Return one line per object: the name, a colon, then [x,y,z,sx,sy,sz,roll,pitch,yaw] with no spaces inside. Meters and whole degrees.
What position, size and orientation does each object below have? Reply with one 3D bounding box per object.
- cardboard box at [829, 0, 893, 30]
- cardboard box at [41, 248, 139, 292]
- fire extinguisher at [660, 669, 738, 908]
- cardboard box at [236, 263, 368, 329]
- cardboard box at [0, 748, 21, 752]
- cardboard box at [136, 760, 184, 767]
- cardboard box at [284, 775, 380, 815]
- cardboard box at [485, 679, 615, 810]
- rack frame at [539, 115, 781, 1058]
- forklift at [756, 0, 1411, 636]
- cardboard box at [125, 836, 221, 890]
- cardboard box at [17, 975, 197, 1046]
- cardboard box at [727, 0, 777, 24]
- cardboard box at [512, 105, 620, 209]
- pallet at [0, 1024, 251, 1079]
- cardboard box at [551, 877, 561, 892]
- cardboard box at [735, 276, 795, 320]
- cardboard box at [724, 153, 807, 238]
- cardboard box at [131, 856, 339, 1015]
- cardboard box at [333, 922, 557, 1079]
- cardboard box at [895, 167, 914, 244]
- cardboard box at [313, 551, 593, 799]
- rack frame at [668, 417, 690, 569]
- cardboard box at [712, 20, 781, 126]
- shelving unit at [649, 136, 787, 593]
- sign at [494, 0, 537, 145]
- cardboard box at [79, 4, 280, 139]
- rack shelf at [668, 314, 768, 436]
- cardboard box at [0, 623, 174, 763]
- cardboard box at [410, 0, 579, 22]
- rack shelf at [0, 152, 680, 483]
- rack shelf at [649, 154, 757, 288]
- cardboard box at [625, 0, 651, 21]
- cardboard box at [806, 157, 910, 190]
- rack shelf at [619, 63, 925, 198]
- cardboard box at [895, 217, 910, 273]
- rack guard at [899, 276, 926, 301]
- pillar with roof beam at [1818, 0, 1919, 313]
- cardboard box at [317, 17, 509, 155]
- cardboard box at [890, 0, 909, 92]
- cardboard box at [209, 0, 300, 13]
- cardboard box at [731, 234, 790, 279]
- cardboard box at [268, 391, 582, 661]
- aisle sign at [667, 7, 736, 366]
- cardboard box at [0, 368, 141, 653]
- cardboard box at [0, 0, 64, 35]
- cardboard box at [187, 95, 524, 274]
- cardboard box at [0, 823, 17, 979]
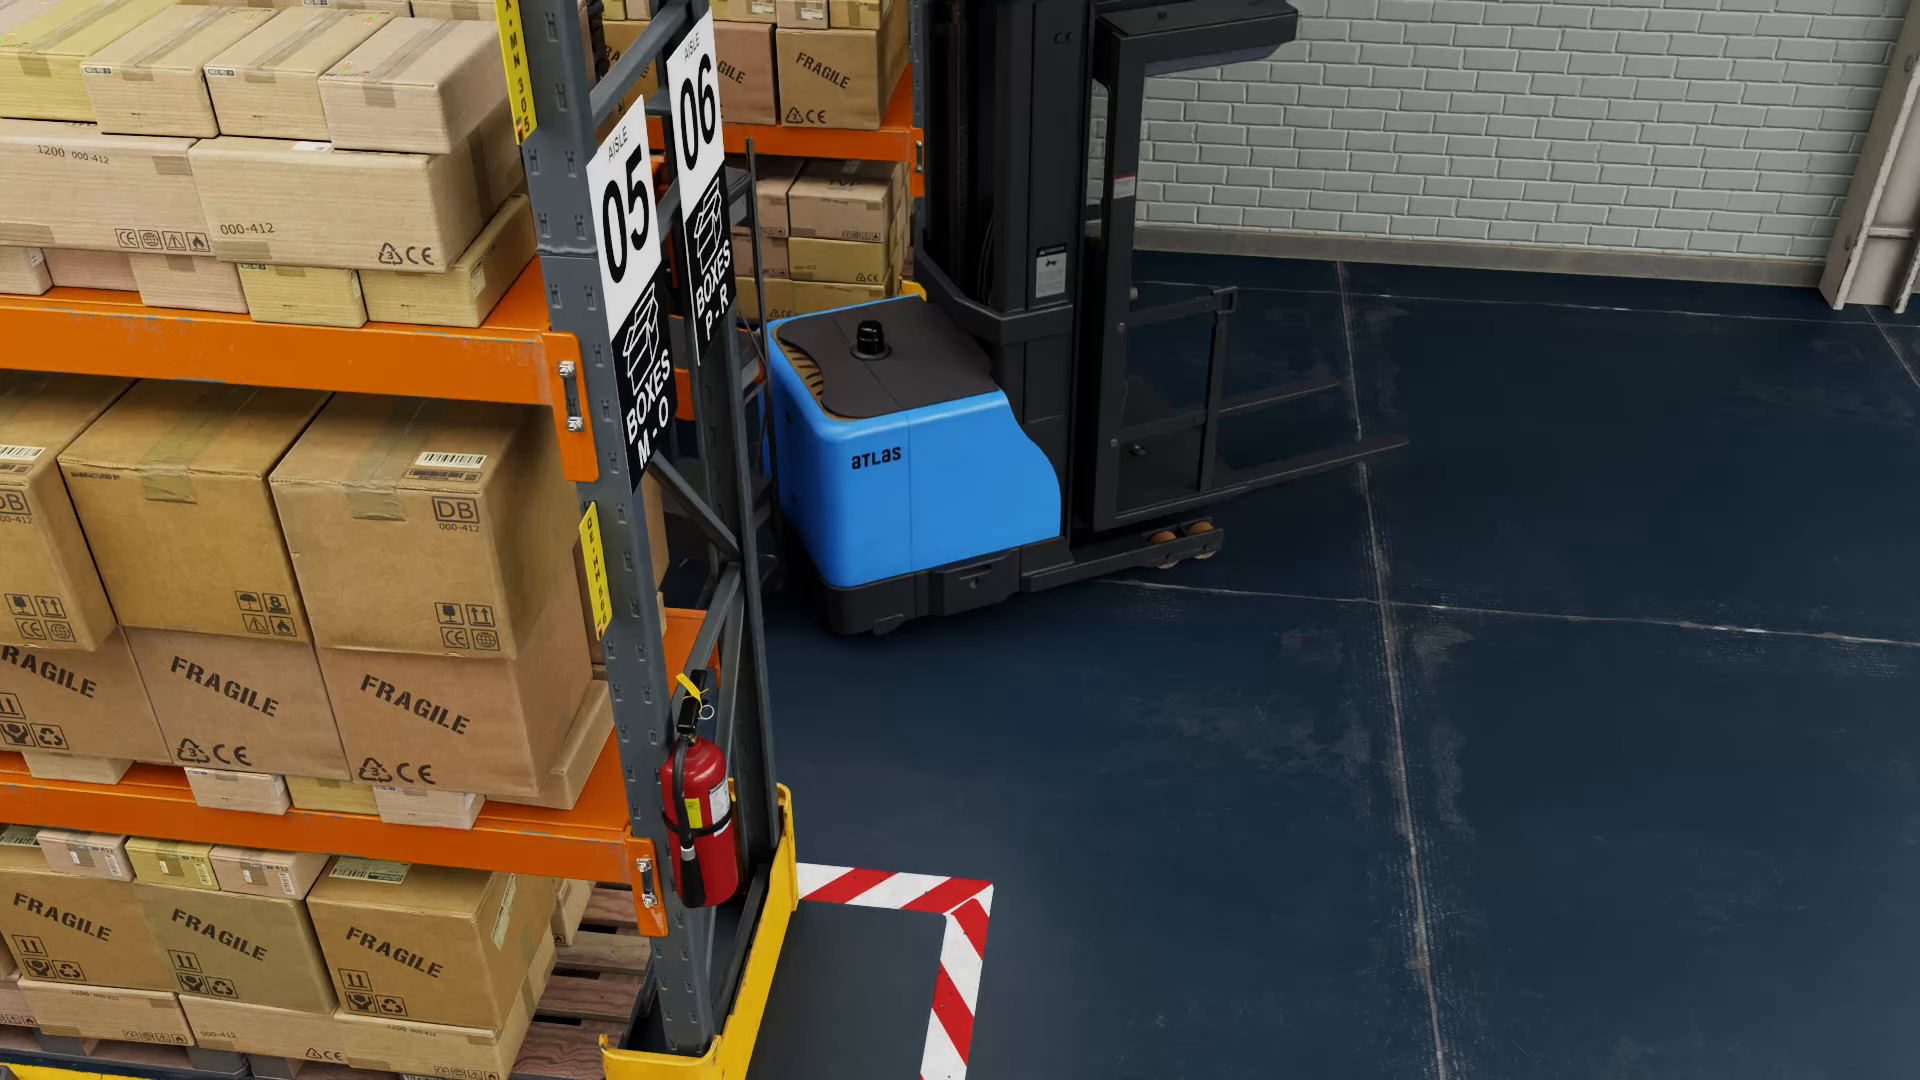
cardboard box: [-0.491,-2.674,8.270,0.250,0.149,0.380,5,36,7]
cardboard box: [-1.882,-0.725,3.818,0.250,0.149,0.380,5,36,6]
fire extinguisher: [-0.685,0.661,4.309,0.183,0.674,0.296,4,36,6]
cardboard box: [-1.380,-0.628,3.682,0.250,0.149,0.380,5,36,6]
cardboard box: [-2.651,0.429,4.784,0.250,0.149,0.380,4,36,6]
cardboard box: [-2.150,0.465,4.732,0.250,0.149,0.380,5,36,7]
cardboard box: [-1.655,0.567,4.590,0.250,0.149,0.380,4,36,5]
cardboard box: [-1.138,0.553,4.609,0.250,0.149,0.380,5,36,8]
rack frame: [-0.740,0.355,4.670,0.127,3.000,1.000,4,36,6]
forklift: [0.657,-1.333,7.095,3.031,2.935,1.130,-14,38,-18]
cardboard box: [-2.189,0.816,4.826,0.250,0.149,0.380,5,36,7]
cardboard box: [-2.608,1.320,5.324,0.500,0.250,0.500,3,36,4]
cardboard box: [-0.997,-2.730,8.349,0.250,0.149,0.380,5,36,7]
cardboard box: [-1.027,-0.975,4.168,0.250,0.149,0.380,4,36,6]
pallet: [-2.823,1.312,5.730,1.213,0.211,1.003,4,36,6]
cardboard box: [-1.528,0.778,5.438,0.500,0.500,0.500,3,36,4]
cardboard box: [-1.109,-1.452,9.208,0.500,0.250,0.500,4,36,6]
cardboard box: [-1.115,-1.853,8.909,0.500,0.250,0.500,5,36,7]
cardboard box: [-2.085,1.052,5.053,0.500,0.500,0.500,6,36,8]
cardboard box: [-1.599,1.397,5.216,0.500,0.250,0.500,4,36,6]
cardboard box: [-0.551,-1.915,9.426,0.500,0.250,0.500,5,36,7]
cardboard box: [-1.313,0.312,4.389,0.500,0.500,0.500,4,36,5]
rack frame: [-1.315,-0.666,6.875,0.015,2.100,0.400,13,38,18]
cardboard box: [-1.146,-2.475,8.549,0.500,0.500,0.500,5,36,7]
shelving unit: [-1.089,-0.613,6.801,0.503,2.100,0.431,13,38,18]
sign: [-0.830,-0.908,3.096,0.005,0.325,0.100,4,36,6]
cardboard box: [-1.619,-0.993,3.506,0.250,0.149,0.380,4,36,5]
rack shelf: [-1.089,-0.602,6.809,0.480,0.518,0.431,13,38,18]
cardboard box: [-2.305,0.233,4.499,0.500,0.500,0.500,4,36,6]
cardboard box: [-1.066,-1.232,3.842,0.250,0.149,0.380,4,36,6]
rack shelf: [-2.723,-0.721,4.215,4.000,0.370,1.077,4,36,6]
rack shelf: [-1.089,-1.172,6.403,0.480,0.518,0.431,13,38,18]
cardboard box: [-1.513,-2.748,8.374,0.250,0.149,0.380,3,36,4]
cardboard box: [-0.564,-2.109,9.267,0.500,0.250,0.500,4,36,5]
rack shelf: [-2.095,-2.360,9.094,4.000,0.370,1.077,4,36,6]
cardboard box: [-0.573,-1.706,9.564,0.500,0.250,0.500,4,36,6]
rack guard: [-0.087,-1.486,9.402,0.348,0.500,1.175,4,36,6]
pillar with roof beam: [4.716,-2.593,3.638,0.400,9.000,9.100,4,36,6]
cardboard box: [-1.113,-0.943,3.437,0.250,0.149,0.380,5,36,6]
cardboard box: [-0.567,-2.743,8.925,0.500,0.500,0.500,5,36,7]
cardboard box: [-1.558,-1.295,3.931,0.250,0.149,0.380,4,36,6]
cardboard box: [-1.130,-1.660,9.068,0.500,0.250,0.500,4,36,5]
cardboard box: [-1.274,-0.126,4.141,0.500,0.500,0.700,3,36,5]
aisle sign: [-0.639,-0.877,4.159,0.004,0.787,0.394,4,36,6]
cardboard box: [-2.294,-0.146,4.169,0.500,0.500,0.700,4,36,5]
cardboard box: [-2.106,-1.063,3.605,0.250,0.149,0.380,4,36,6]
cardboard box: [-1.281,-0.808,3.592,0.500,0.250,0.500,4,36,5]
cardboard box: [-3.110,0.974,5.164,0.500,0.500,0.500,6,36,8]
